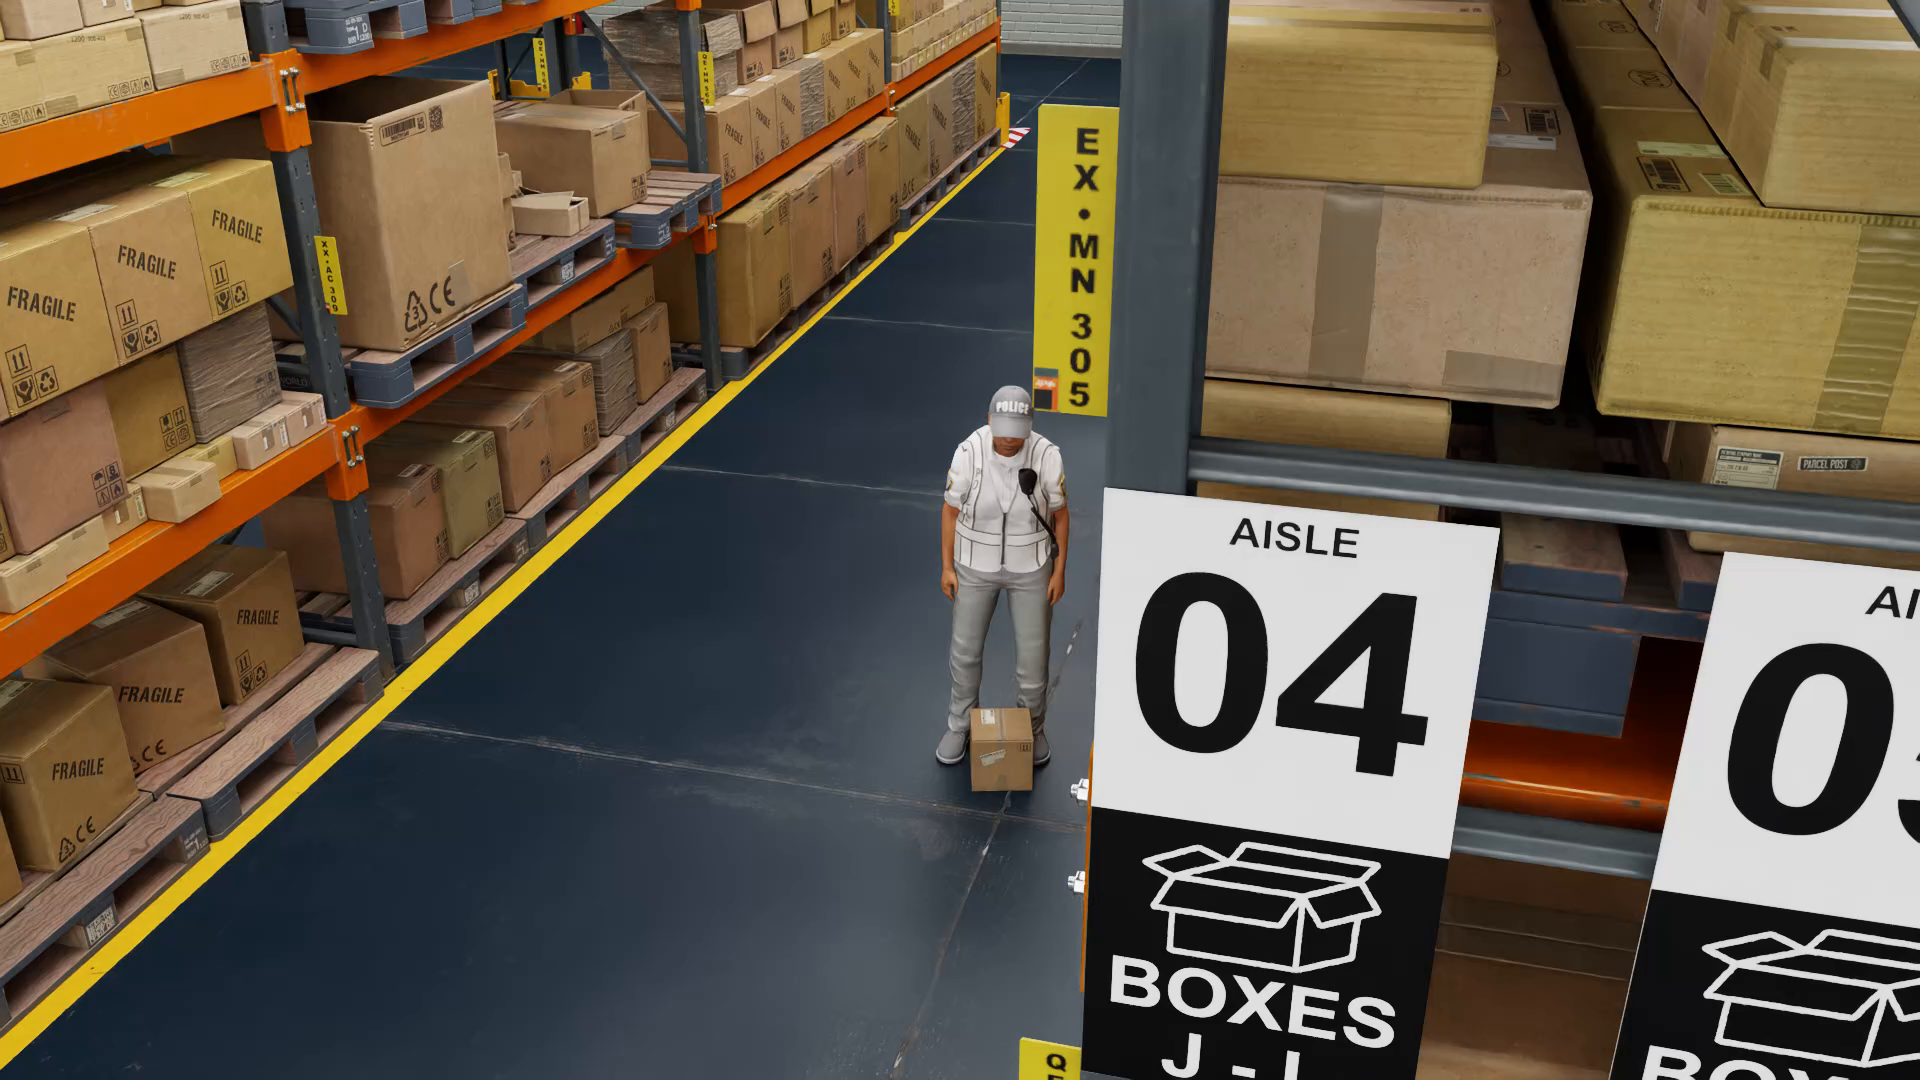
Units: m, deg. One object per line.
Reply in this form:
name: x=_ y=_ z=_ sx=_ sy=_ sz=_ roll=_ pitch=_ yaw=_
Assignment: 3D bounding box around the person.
person: x=0.172 y=0.136 z=6.817 sx=0.539 sy=1.665 sz=0.466 roll=1 pitch=26 yaw=3
